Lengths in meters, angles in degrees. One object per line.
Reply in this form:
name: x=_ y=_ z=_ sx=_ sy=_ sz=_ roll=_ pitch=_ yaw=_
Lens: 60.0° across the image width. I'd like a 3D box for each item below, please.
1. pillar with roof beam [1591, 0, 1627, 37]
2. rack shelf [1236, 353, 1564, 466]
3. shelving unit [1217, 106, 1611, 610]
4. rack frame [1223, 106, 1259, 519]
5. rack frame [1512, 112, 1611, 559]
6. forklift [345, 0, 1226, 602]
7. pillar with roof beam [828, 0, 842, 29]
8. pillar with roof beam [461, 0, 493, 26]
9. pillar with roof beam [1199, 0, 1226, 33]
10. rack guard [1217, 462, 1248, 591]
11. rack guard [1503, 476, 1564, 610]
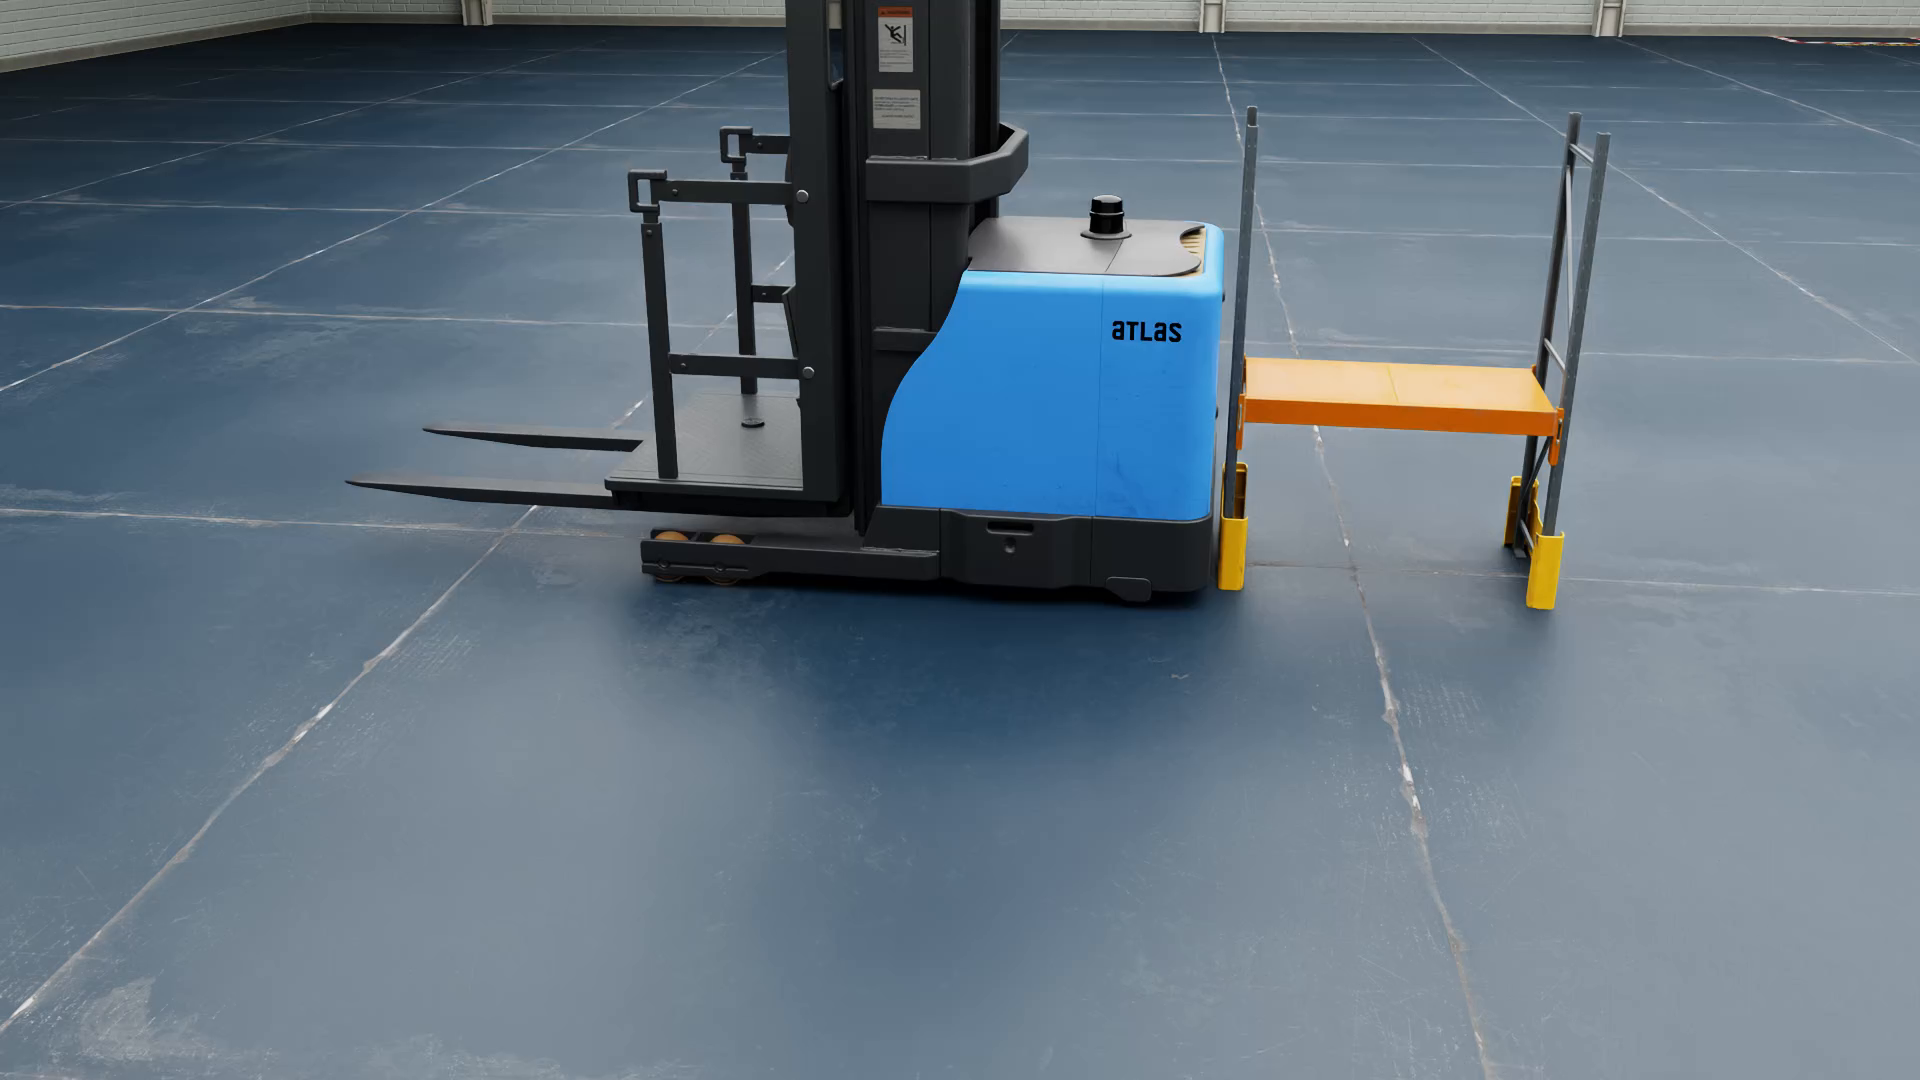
pillar with roof beam: x=9.410 y=-10.353 z=19.887 sx=0.400 sy=9.000 sz=9.100 roll=2 pitch=22 yaw=6
rack shelf: x=1.425 y=-0.442 z=5.508 sx=1.000 sy=0.185 sz=0.538 roll=3 pitch=22 yaw=8
shelving unit: x=1.434 y=-0.609 z=5.440 sx=1.083 sy=1.500 sz=0.587 roll=3 pitch=22 yaw=8
rack frame: x=0.923 y=-0.639 z=5.515 sx=0.032 sy=1.500 sz=0.500 roll=3 pitch=22 yaw=8
rack frame: x=1.927 y=-0.580 z=5.368 sx=0.032 sy=1.500 sz=0.500 roll=3 pitch=22 yaw=8
forklift: x=-0.623 y=-1.399 z=5.491 sx=3.031 sy=2.935 sz=1.130 roll=3 pitch=22 yaw=8
pillar with roof beam: x=-2.507 y=-10.872 z=21.201 sx=0.400 sy=9.000 sz=9.100 roll=2 pitch=22 yaw=6
pillar with roof beam: x=-8.465 y=-11.132 z=21.857 sx=0.400 sy=9.000 sz=9.100 roll=2 pitch=22 yaw=6
pillar with roof beam: x=3.452 y=-10.613 z=20.544 sx=0.400 sy=9.000 sz=9.100 roll=2 pitch=22 yaw=6
rack guard: x=0.942 y=-0.056 z=5.742 sx=0.087 sy=0.250 sz=0.587 roll=3 pitch=22 yaw=8
rack guard: x=1.926 y=0.001 z=5.598 sx=0.087 sy=0.250 sz=0.587 roll=3 pitch=22 yaw=8
